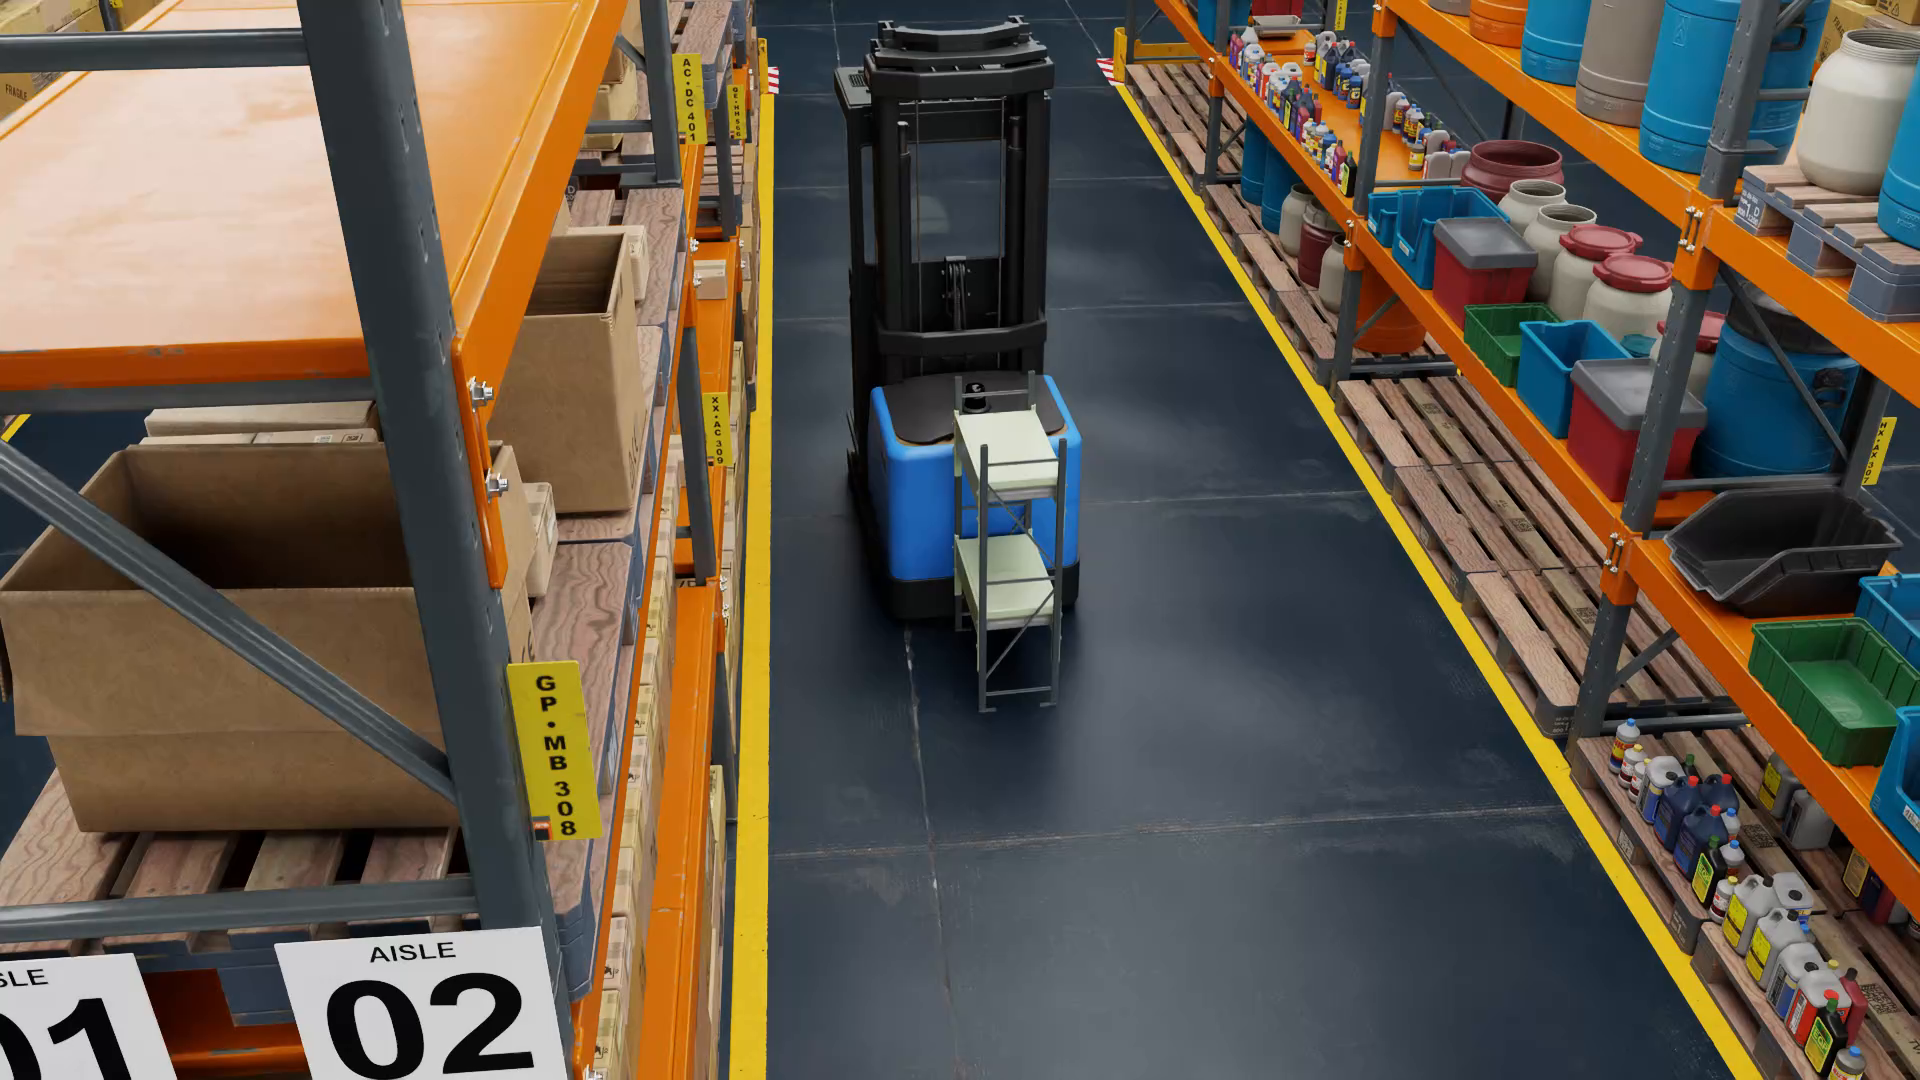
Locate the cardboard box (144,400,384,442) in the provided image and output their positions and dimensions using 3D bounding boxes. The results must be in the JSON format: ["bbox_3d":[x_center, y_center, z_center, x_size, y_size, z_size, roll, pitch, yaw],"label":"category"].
[{"bbox_3d":[-1.569,-0.314,3.967,0.500,0.311,0.500,1,31,1],"label":"cardboard box"}]

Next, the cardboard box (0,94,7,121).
[{"bbox_3d":[-6.701,-2.771,11.057,0.500,0.500,0.500,-3,31,-5],"label":"cardboard box"}]

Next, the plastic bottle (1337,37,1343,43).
[{"bbox_3d":[3.090,-3.975,13.595,0.061,0.283,0.133,-3,31,-5],"label":"plastic bottle"}]

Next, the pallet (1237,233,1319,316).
[{"bbox_3d":[2.812,-2.110,13.077,1.003,0.211,1.213,-3,31,-5],"label":"pallet"}]

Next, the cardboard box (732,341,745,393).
[{"bbox_3d":[-1.600,-1.034,10.282,0.500,0.311,0.500,-2,31,-3],"label":"cardboard box"}]

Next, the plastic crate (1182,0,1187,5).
[{"bbox_3d":[2.202,-5.114,15.586,0.293,0.136,0.466,-3,31,-5],"label":"plastic crate"}]

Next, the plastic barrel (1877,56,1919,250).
[{"bbox_3d":[3.398,-1.413,5.367,0.600,0.901,0.708,-3,31,-5],"label":"plastic barrel"}]

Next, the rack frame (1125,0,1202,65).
[{"bbox_3d":[2.291,-6.369,17.489,1.000,3.000,0.127,-3,31,-5],"label":"rack frame"}]

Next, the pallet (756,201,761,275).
[{"bbox_3d":[-2.154,-2.481,13.698,1.003,0.211,1.213,-3,31,-5],"label":"pallet"}]

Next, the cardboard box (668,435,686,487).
[{"bbox_3d":[-1.400,-0.362,7.676,0.380,0.149,0.250,-3,31,-5],"label":"cardboard box"}]

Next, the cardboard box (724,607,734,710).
[{"bbox_3d":[-1.311,0.529,7.664,0.500,0.311,0.500,-3,31,-4],"label":"cardboard box"}]

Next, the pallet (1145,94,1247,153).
[{"bbox_3d":[2.440,-4.128,16.455,1.003,0.211,1.213,-3,31,-5],"label":"pallet"}]

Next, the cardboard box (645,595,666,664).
[{"bbox_3d":[-1.188,0.319,5.560,0.380,0.149,0.250,-3,31,-5],"label":"cardboard box"}]

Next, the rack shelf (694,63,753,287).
[{"bbox_3d":[-2.081,-2.762,12.151,1.077,0.370,4.000,-3,31,-5],"label":"rack shelf"}]

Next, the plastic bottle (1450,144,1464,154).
[{"bbox_3d":[3.336,-2.527,11.181,0.097,0.271,0.097,0,31,0],"label":"plastic bottle"}]

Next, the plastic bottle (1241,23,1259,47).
[{"bbox_3d":[2.378,-4.090,13.721,0.144,0.351,0.185,-3,31,-5],"label":"plastic bottle"}]

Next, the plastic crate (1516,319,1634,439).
[{"bbox_3d":[2.999,-0.784,8.154,0.392,0.384,0.575,-3,31,-5],"label":"plastic crate"}]

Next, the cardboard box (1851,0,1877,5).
[{"bbox_3d":[7.663,-4.712,13.639,0.797,0.503,0.637,-4,31,-6],"label":"cardboard box"}]

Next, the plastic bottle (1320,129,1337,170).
[{"bbox_3d":[2.543,-2.693,11.459,0.097,0.271,0.097,0,31,0],"label":"plastic bottle"}]

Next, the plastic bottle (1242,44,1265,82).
[{"bbox_3d":[2.362,-3.832,13.363,0.152,0.276,0.135,-3,31,-5],"label":"plastic bottle"}]

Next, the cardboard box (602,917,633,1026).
[{"bbox_3d":[-1.040,1.112,4.234,0.380,0.149,0.250,-3,31,-5],"label":"cardboard box"}]

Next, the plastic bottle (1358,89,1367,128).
[{"bbox_3d":[3.040,-3.214,12.254,0.144,0.351,0.185,-3,31,-5],"label":"plastic bottle"}]

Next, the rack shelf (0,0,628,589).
[{"bbox_3d":[-1.333,-1.081,3.877,1.077,0.370,4.000,-3,31,-5],"label":"rack shelf"}]

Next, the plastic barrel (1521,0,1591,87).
[{"bbox_3d":[3.026,-2.663,7.869,0.600,0.901,0.708,-3,31,-5],"label":"plastic barrel"}]

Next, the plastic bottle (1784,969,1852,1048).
[{"bbox_3d":[3.181,1.733,6.151,0.152,0.276,0.135,-3,31,-4],"label":"plastic bottle"}]

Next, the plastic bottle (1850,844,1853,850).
[{"bbox_3d":[3.833,1.229,6.988,0.061,0.283,0.133,-1,31,-1],"label":"plastic bottle"}]

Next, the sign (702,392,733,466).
[{"bbox_3d":[-0.968,-0.440,6.641,0.100,0.325,0.005,-3,31,-5],"label":"sign"}]

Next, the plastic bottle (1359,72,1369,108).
[{"bbox_3d":[3.138,-3.457,12.734,0.152,0.276,0.135,-3,31,-5],"label":"plastic bottle"}]

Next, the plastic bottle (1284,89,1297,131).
[{"bbox_3d":[2.439,-3.167,12.241,0.061,0.283,0.133,-3,31,-5],"label":"plastic bottle"}]

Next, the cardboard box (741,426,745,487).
[{"bbox_3d":[-1.550,-0.529,9.984,0.500,0.250,0.500,-3,31,-5],"label":"cardboard box"}]

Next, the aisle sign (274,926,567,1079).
[{"bbox_3d":[-0.836,0.938,2.720,0.394,0.787,0.004,-3,31,-5],"label":"aisle sign"}]

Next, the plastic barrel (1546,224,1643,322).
[{"bbox_3d":[3.432,-1.395,9.029,0.433,0.535,0.433,0,31,0],"label":"plastic barrel"}]

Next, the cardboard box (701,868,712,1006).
[{"bbox_3d":[-1.174,1.408,6.008,0.500,0.500,0.500,-3,31,-5],"label":"cardboard box"}]

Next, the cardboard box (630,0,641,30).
[{"bbox_3d":[-1.615,-2.339,6.822,0.500,0.500,0.500,0,31,0],"label":"cardboard box"}]

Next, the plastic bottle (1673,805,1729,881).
[{"bbox_3d":[3.092,1.234,6.914,0.144,0.351,0.185,-4,31,-7],"label":"plastic bottle"}]

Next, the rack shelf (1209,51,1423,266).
[{"bbox_3d":[2.851,-2.997,12.545,1.077,0.370,4.000,-3,31,-5],"label":"rack shelf"}]

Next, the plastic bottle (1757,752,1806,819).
[{"bbox_3d":[3.615,1.028,7.259,0.144,0.351,0.185,-3,31,-5],"label":"plastic bottle"}]

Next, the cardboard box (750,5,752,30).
[{"bbox_3d":[-2.095,-4.669,14.545,0.500,0.500,0.500,-2,31,-4],"label":"cardboard box"}]

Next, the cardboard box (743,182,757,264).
[{"bbox_3d":[-1.852,-2.460,12.953,0.500,0.500,0.500,-2,31,-4],"label":"cardboard box"}]

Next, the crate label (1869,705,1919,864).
[{"bbox_3d":[3.344,0.858,5.355,0.502,0.435,0.616,-3,31,-5],"label":"crate label"}]

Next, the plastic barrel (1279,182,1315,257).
[{"bbox_3d":[2.728,-2.507,13.039,0.421,0.512,0.421,0,31,0],"label":"plastic barrel"}]

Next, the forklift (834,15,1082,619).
[{"bbox_3d":[-0.101,-1.573,9.526,1.130,2.935,3.031,-5,31,-8],"label":"forklift"}]

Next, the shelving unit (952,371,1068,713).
[{"bbox_3d":[0.231,0.013,8.266,0.431,1.500,0.755,-5,31,-8],"label":"shelving unit"}]

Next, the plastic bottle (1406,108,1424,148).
[{"bbox_3d":[3.259,-2.949,11.888,0.097,0.271,0.097,0,31,0],"label":"plastic bottle"}]

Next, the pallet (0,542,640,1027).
[{"bbox_3d":[-1.187,0.423,3.278,1.003,0.211,1.213,-3,31,-5],"label":"pallet"}]

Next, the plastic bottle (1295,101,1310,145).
[{"bbox_3d":[2.469,-3.004,11.969,0.061,0.283,0.133,-3,31,-5],"label":"plastic bottle"}]

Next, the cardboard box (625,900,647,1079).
[{"bbox_3d":[-1.272,1.231,4.666,0.700,0.500,0.500,-3,31,-4],"label":"cardboard box"}]

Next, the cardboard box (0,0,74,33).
[{"bbox_3d":[-6.863,-3.866,12.159,0.500,0.250,0.500,-2,31,-4],"label":"cardboard box"}]

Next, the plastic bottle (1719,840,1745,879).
[{"bbox_3d":[3.143,1.341,6.811,0.097,0.271,0.097,0,31,0],"label":"plastic bottle"}]

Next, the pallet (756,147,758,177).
[{"bbox_3d":[-2.331,-3.245,14.978,1.003,0.211,1.213,-3,31,-5],"label":"pallet"}]

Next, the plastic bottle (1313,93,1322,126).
[{"bbox_3d":[2.595,-3.106,12.139,0.061,0.283,0.133,-3,31,-5],"label":"plastic bottle"}]

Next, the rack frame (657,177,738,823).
[{"bbox_3d":[-1.520,-0.007,6.838,1.000,3.000,0.127,-3,31,-5],"label":"rack frame"}]
